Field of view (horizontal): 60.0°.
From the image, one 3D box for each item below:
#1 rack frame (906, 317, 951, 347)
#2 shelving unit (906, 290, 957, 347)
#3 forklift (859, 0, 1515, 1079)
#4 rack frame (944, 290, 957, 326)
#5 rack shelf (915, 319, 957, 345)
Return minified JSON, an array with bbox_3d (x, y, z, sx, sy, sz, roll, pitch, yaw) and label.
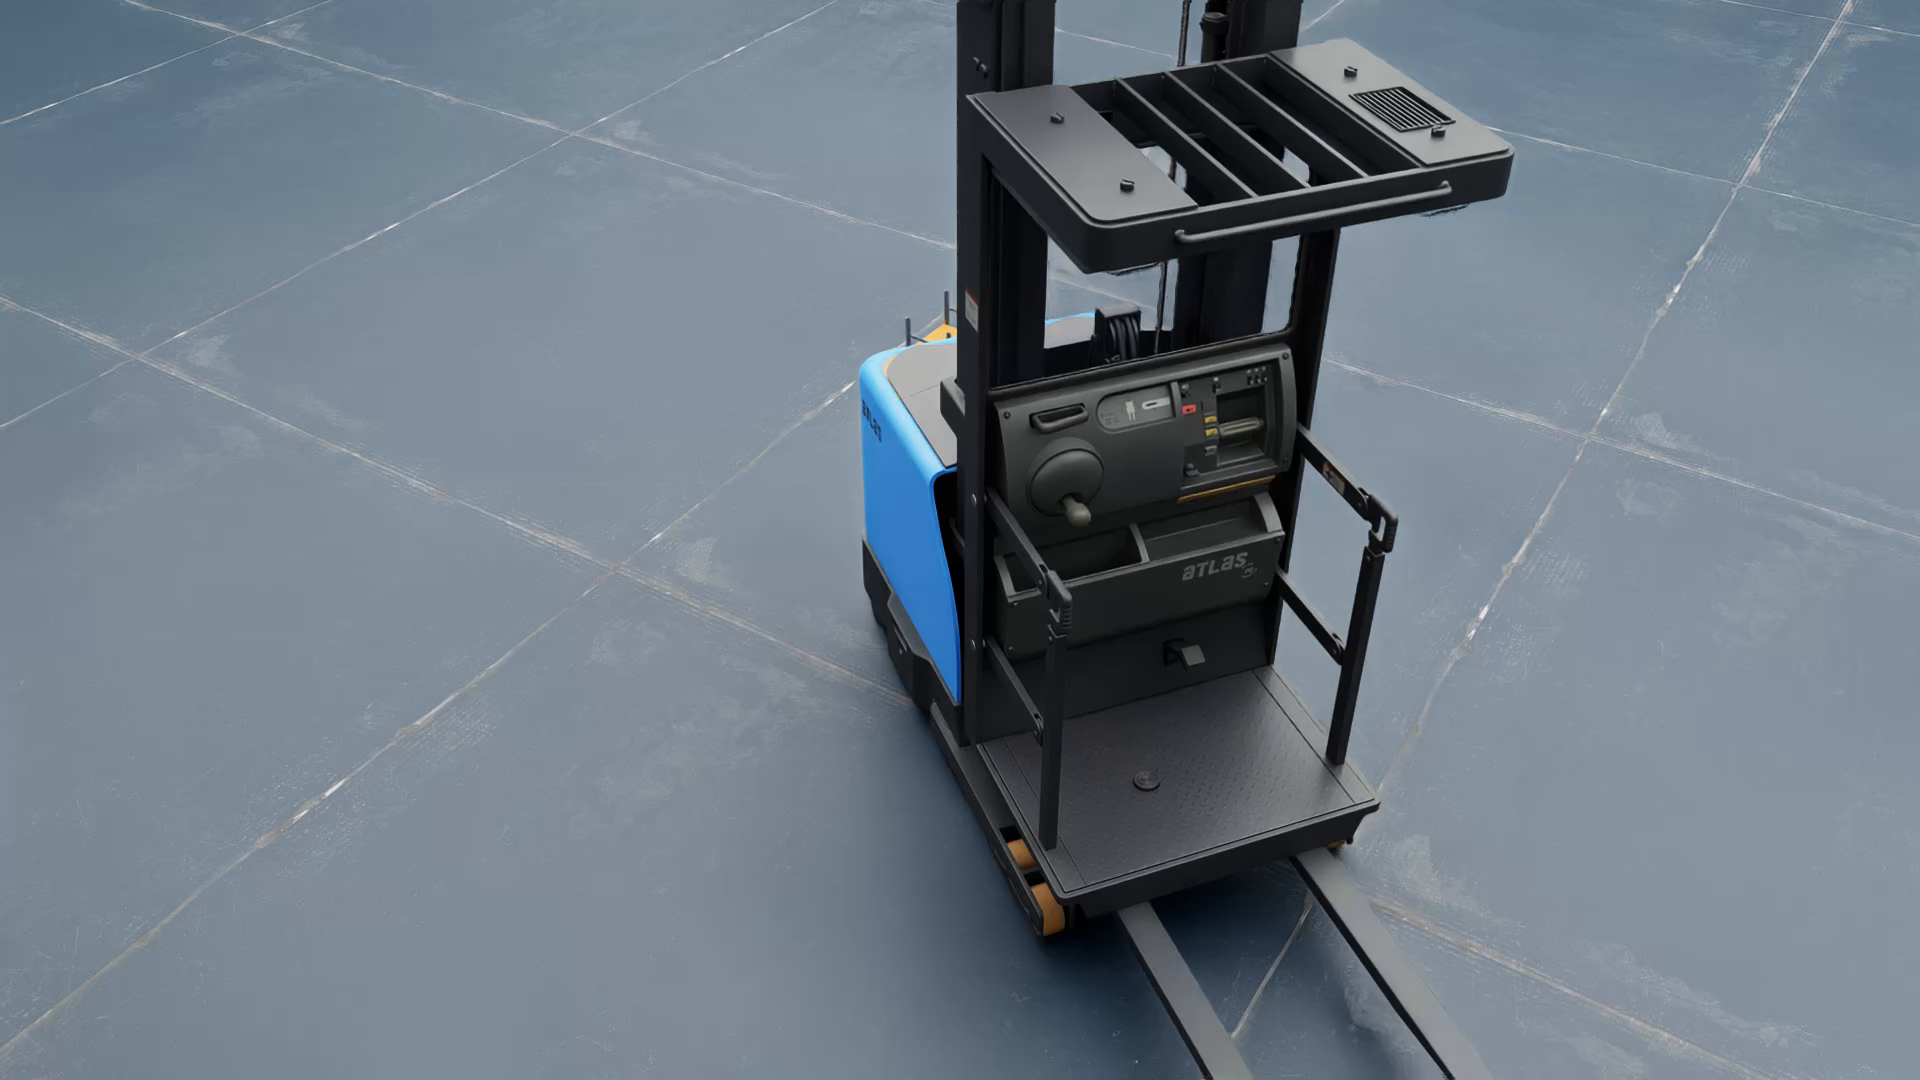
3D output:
[{"bbox_3d":[-0.115,-0.364,6.363,0.200,1.050,0.008,23,43,27],"label":"rack frame"},{"bbox_3d":[-0.045,-0.425,6.442,0.215,1.050,0.252,23,43,27],"label":"shelving unit"},{"bbox_3d":[0.628,-0.225,4.642,1.130,2.935,3.031,-13,40,-16],"label":"forklift"},{"bbox_3d":[0.024,-0.486,6.521,0.200,1.050,0.008,23,43,27],"label":"rack frame"},{"bbox_3d":[-0.045,-0.642,6.275,0.215,0.259,0.240,23,43,27],"label":"rack shelf"}]
